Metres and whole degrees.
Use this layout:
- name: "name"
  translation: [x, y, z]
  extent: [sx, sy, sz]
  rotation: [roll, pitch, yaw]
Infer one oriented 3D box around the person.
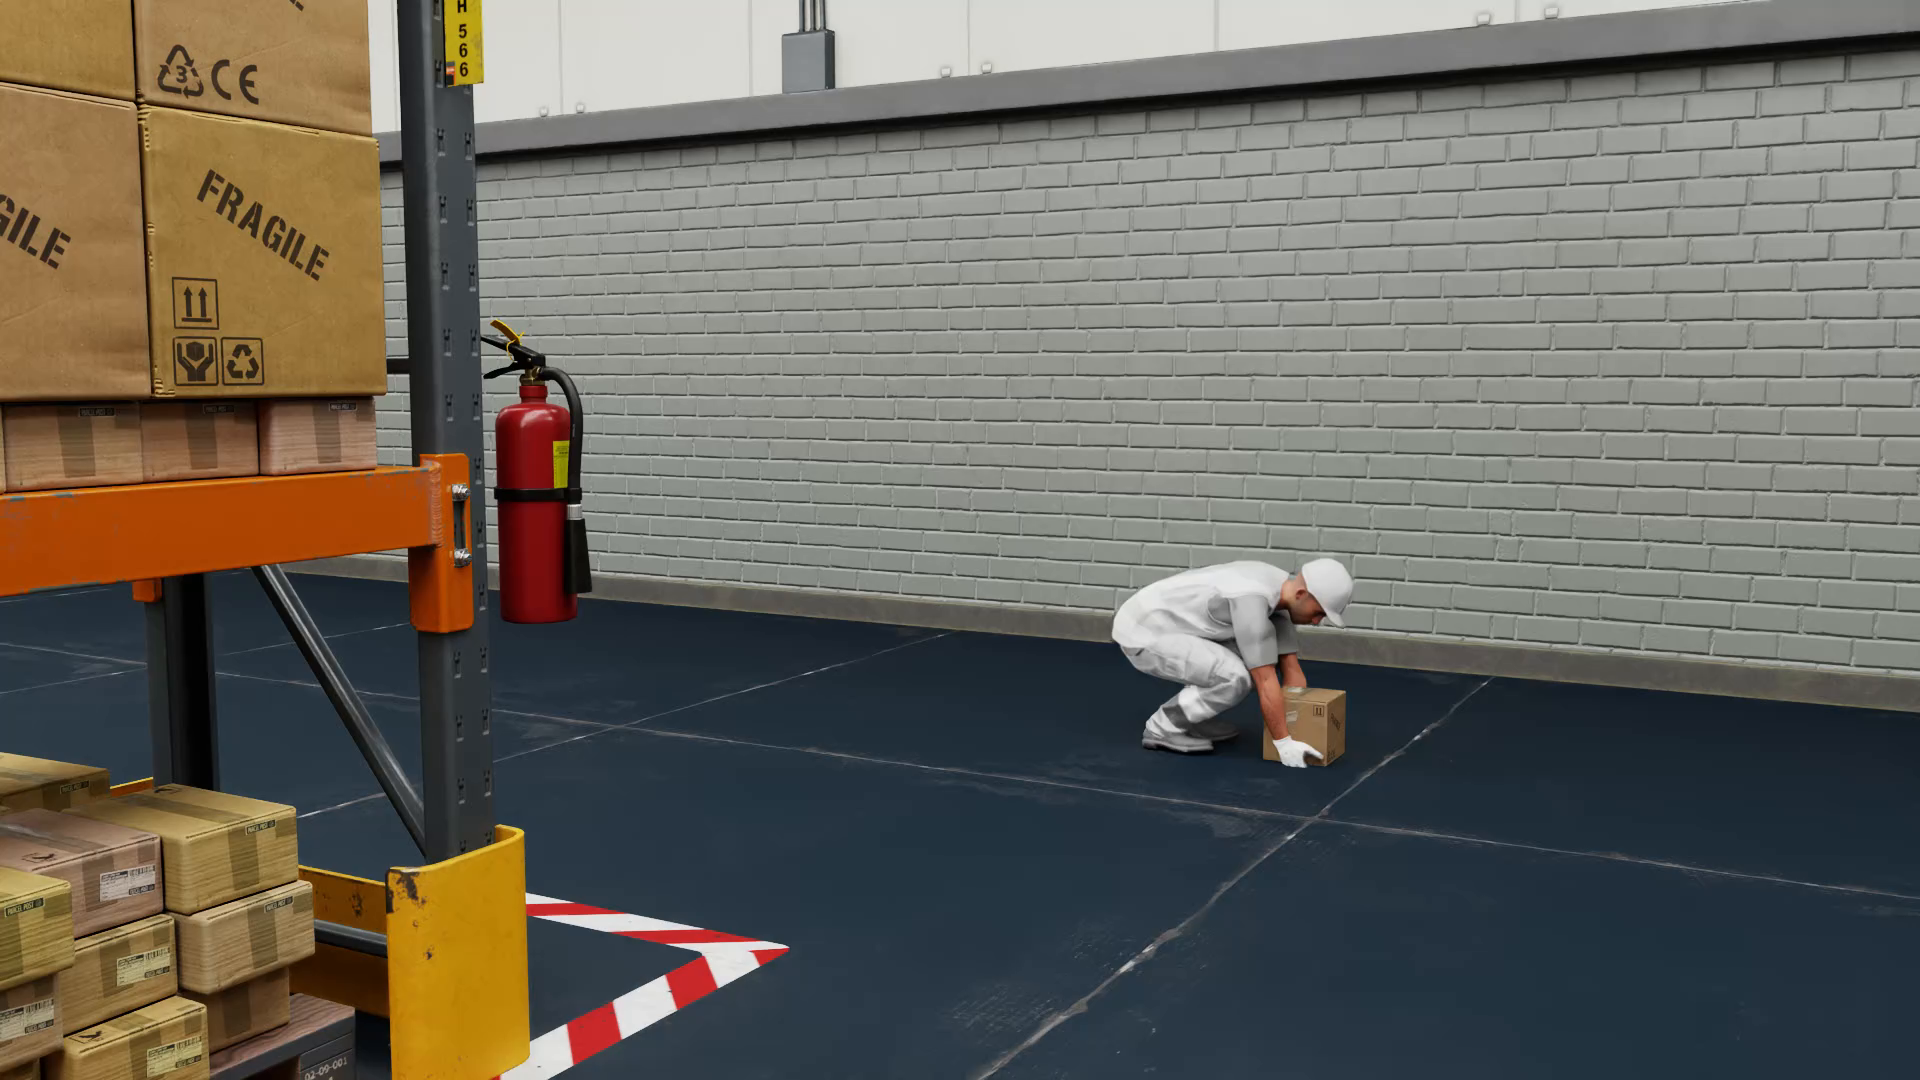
- name: "person"
  translation: [1.075, 0.483, 6.591]
  extent: [0.933, 0.856, 0.538]
  rotation: [3, 7, 28]
